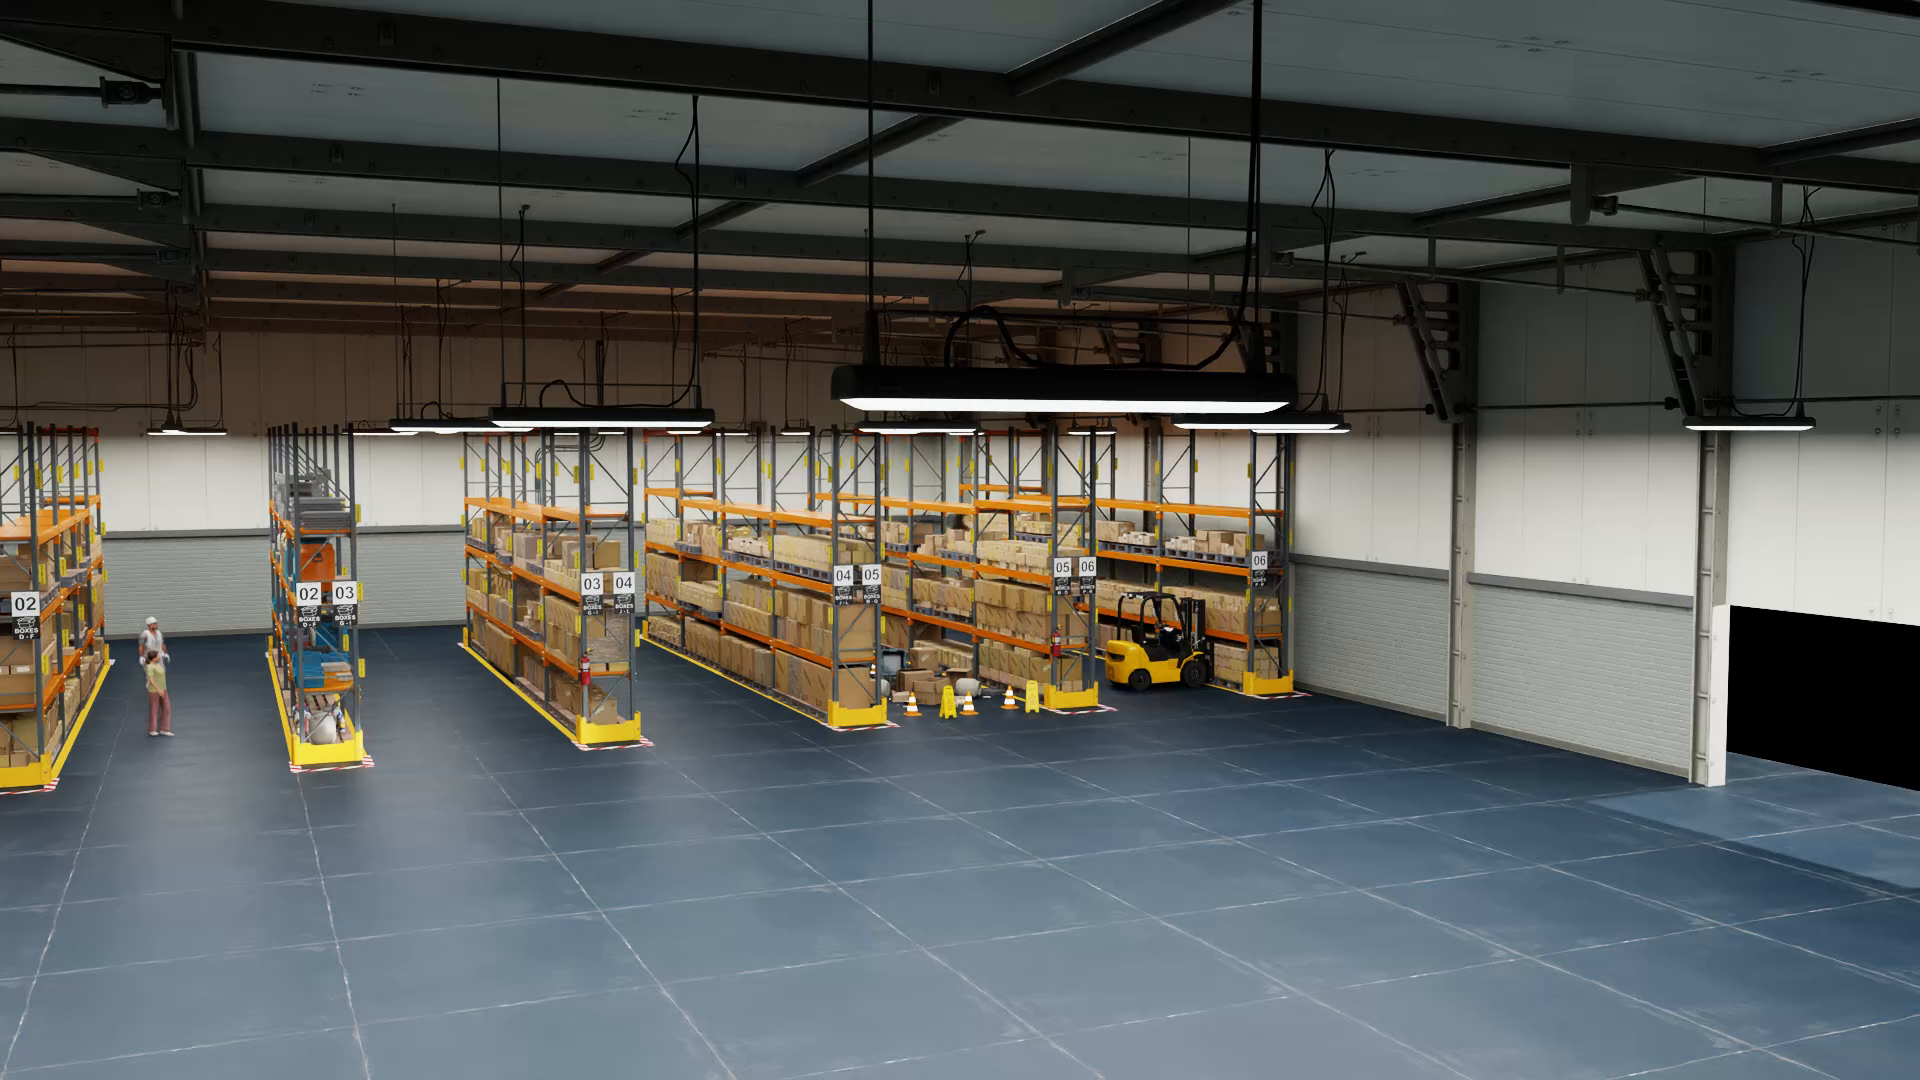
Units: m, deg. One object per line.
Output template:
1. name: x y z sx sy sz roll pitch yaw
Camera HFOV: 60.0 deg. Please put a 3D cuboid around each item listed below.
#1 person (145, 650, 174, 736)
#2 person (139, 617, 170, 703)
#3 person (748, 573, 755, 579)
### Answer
1. person: -15.424 2.957 32.009 0.533 1.697 0.481 2 4 24
2. person: -17.618 2.601 36.373 0.609 1.808 0.741 -2 4 -33
3. person: -6.242 1.830 49.186 0.688 1.792 0.481 1 4 11
